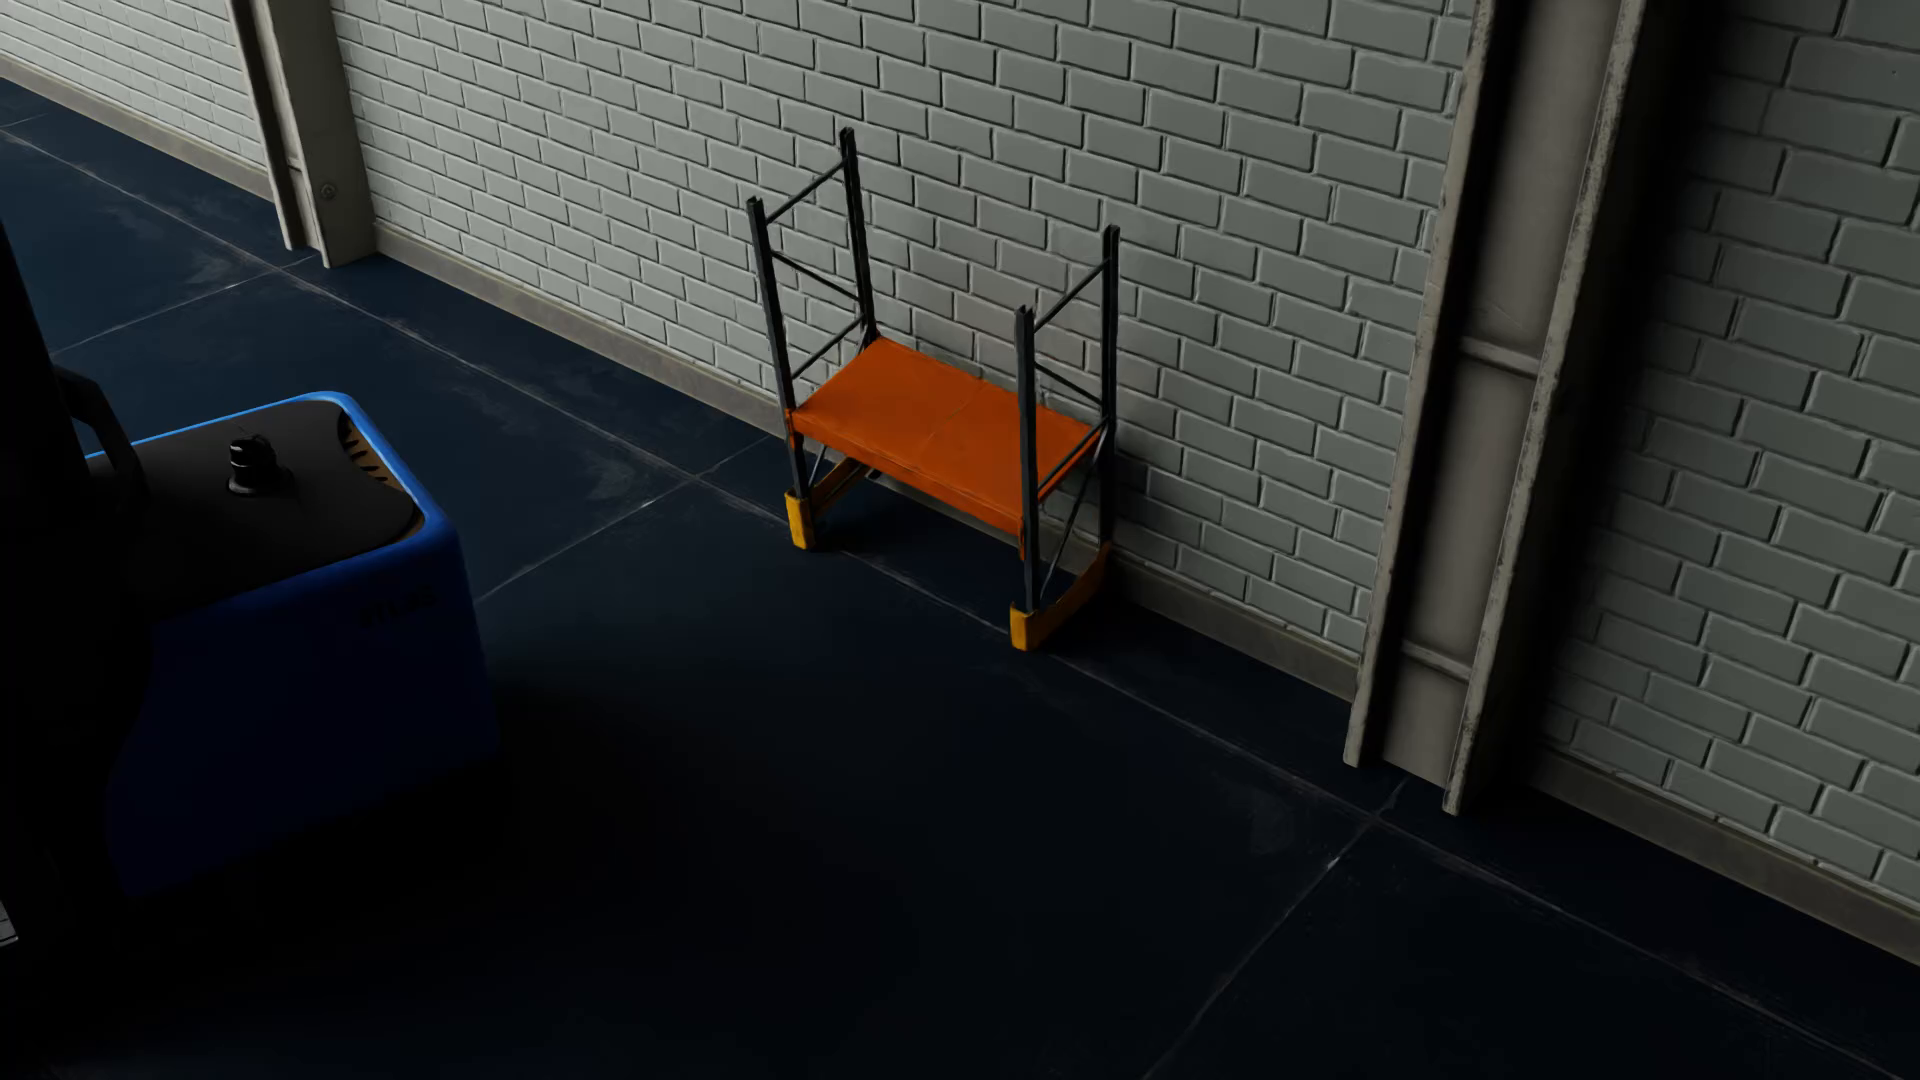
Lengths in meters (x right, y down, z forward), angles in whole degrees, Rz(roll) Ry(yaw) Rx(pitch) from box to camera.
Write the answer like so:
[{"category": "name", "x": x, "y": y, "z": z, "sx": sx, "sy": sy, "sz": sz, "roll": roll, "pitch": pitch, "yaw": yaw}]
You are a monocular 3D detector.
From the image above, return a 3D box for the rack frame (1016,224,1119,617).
[{"category": "rack frame", "x": 0.355, "y": -0.269, "z": 5.365, "sx": 0.032, "sy": 1.500, "sz": 0.500, "roll": 26, "pitch": 53, "yaw": 26}]

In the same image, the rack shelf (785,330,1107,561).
[{"category": "rack shelf", "x": -0.046, "y": -0.345, "z": 5.718, "sx": 1.000, "sy": 0.185, "sz": 0.538, "roll": 26, "pitch": 53, "yaw": 26}]

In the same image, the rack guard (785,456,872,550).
[{"category": "rack guard", "x": -0.431, "y": -0.237, "z": 6.261, "sx": 0.087, "sy": 0.250, "sz": 0.587, "roll": 26, "pitch": 53, "yaw": 26}]

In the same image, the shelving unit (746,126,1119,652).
[{"category": "shelving unit", "x": -0.062, "y": -0.474, "z": 5.593, "sx": 1.083, "sy": 1.500, "sz": 0.587, "roll": 26, "pitch": 53, "yaw": 26}]

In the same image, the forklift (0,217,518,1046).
[{"category": "forklift", "x": -2.827, "y": -0.099, "z": 3.804, "sx": 3.031, "sy": 2.935, "sz": 1.130, "roll": -21, "pitch": 40, "yaw": -28}]

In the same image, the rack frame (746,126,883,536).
[{"category": "rack frame", "x": -0.465, "y": -0.671, "z": 5.812, "sx": 0.032, "sy": 1.500, "sz": 0.500, "roll": 26, "pitch": 53, "yaw": 26}]

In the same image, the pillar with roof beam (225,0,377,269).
[{"category": "pillar with roof beam", "x": -5.912, "y": -3.309, "z": 3.120, "sx": 0.400, "sy": 9.000, "sz": 9.100, "roll": 25, "pitch": 42, "yaw": 32}]

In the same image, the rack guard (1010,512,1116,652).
[{"category": "rack guard", "x": 0.372, "y": 0.157, "z": 5.822, "sx": 0.087, "sy": 0.250, "sz": 0.587, "roll": 26, "pitch": 53, "yaw": 26}]
